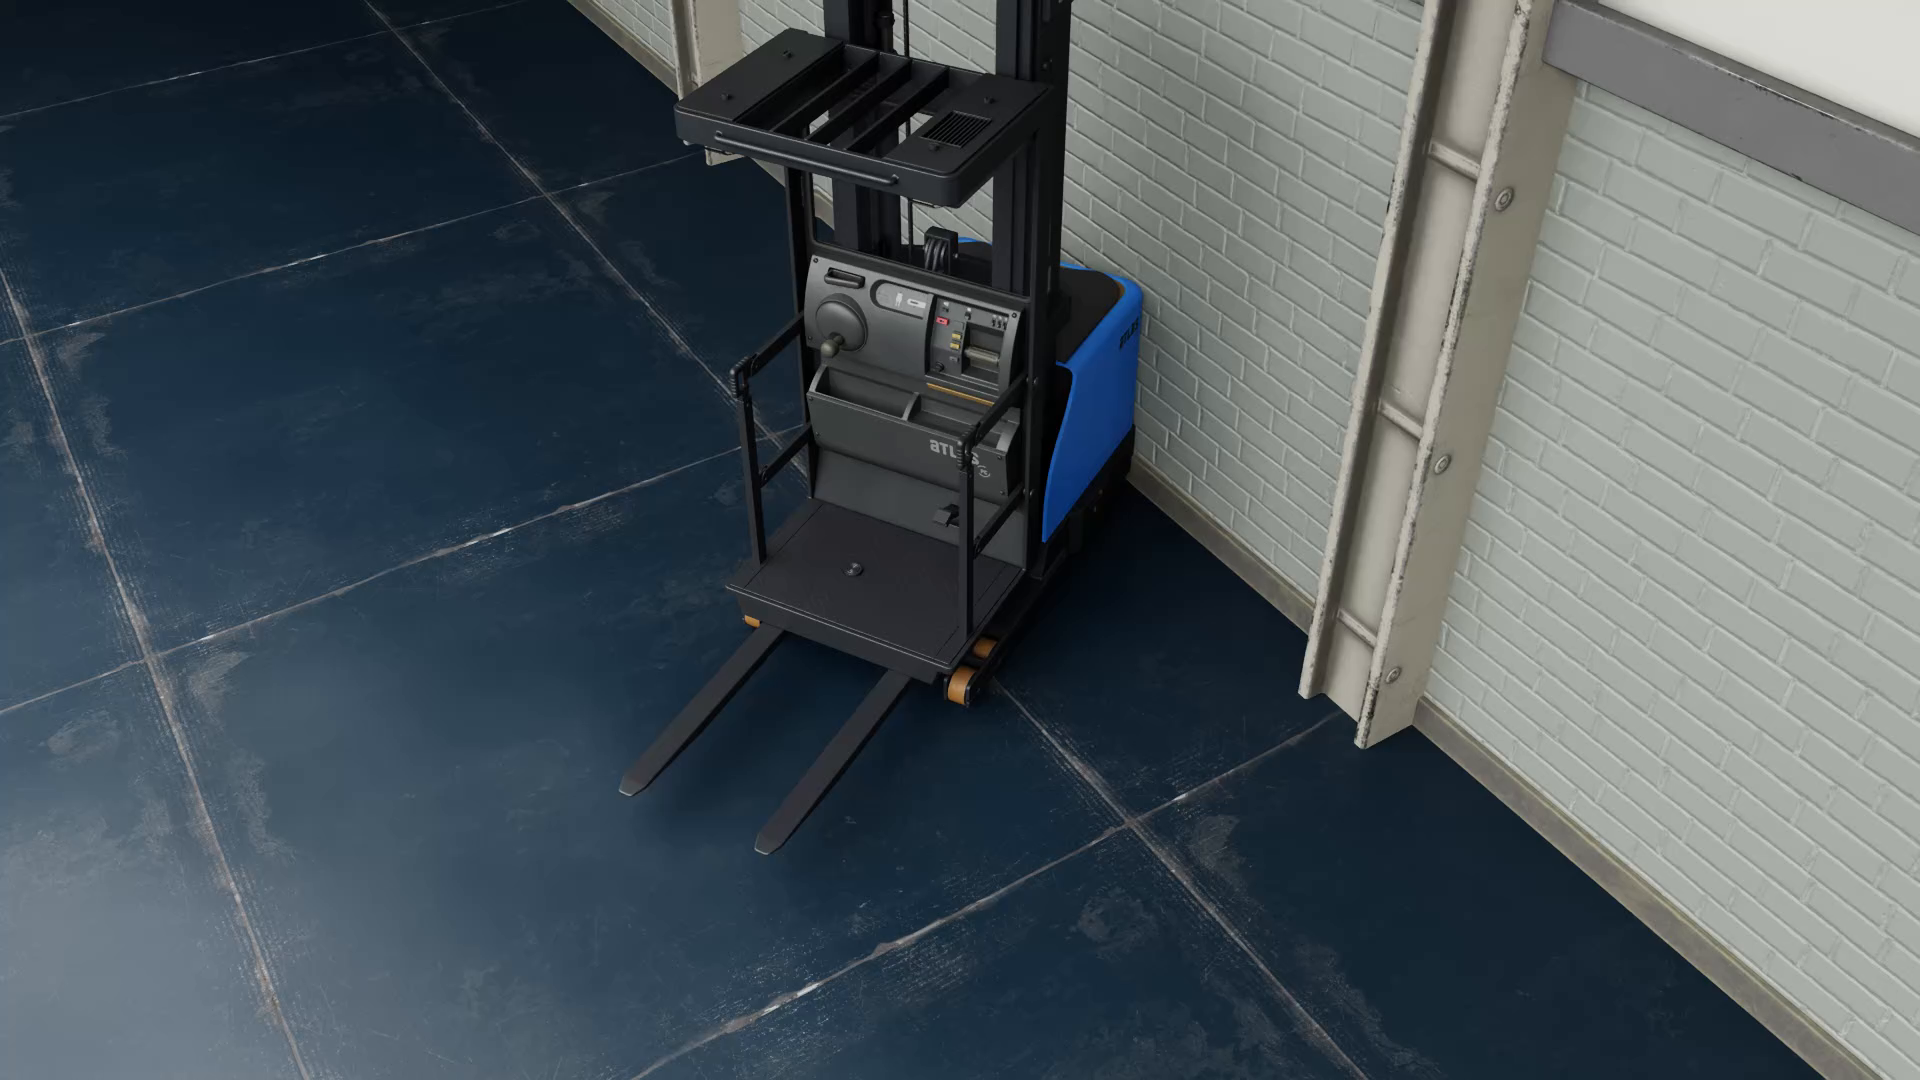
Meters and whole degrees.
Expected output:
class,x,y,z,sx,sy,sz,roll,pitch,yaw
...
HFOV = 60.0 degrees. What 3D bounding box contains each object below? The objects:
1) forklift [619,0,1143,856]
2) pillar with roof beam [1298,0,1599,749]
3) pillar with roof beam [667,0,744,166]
class,x,y,z,sx,sy,sz,roll,pitch,yaw
forklift,-0.292,-0.769,6.383,1.130,2.935,3.031,18,43,21
pillar with roof beam,-1.977,-1.285,2.263,9.100,9.000,0.400,-22,45,-24
pillar with roof beam,-5.203,-4.523,6.149,9.100,9.000,0.400,-22,45,-24
